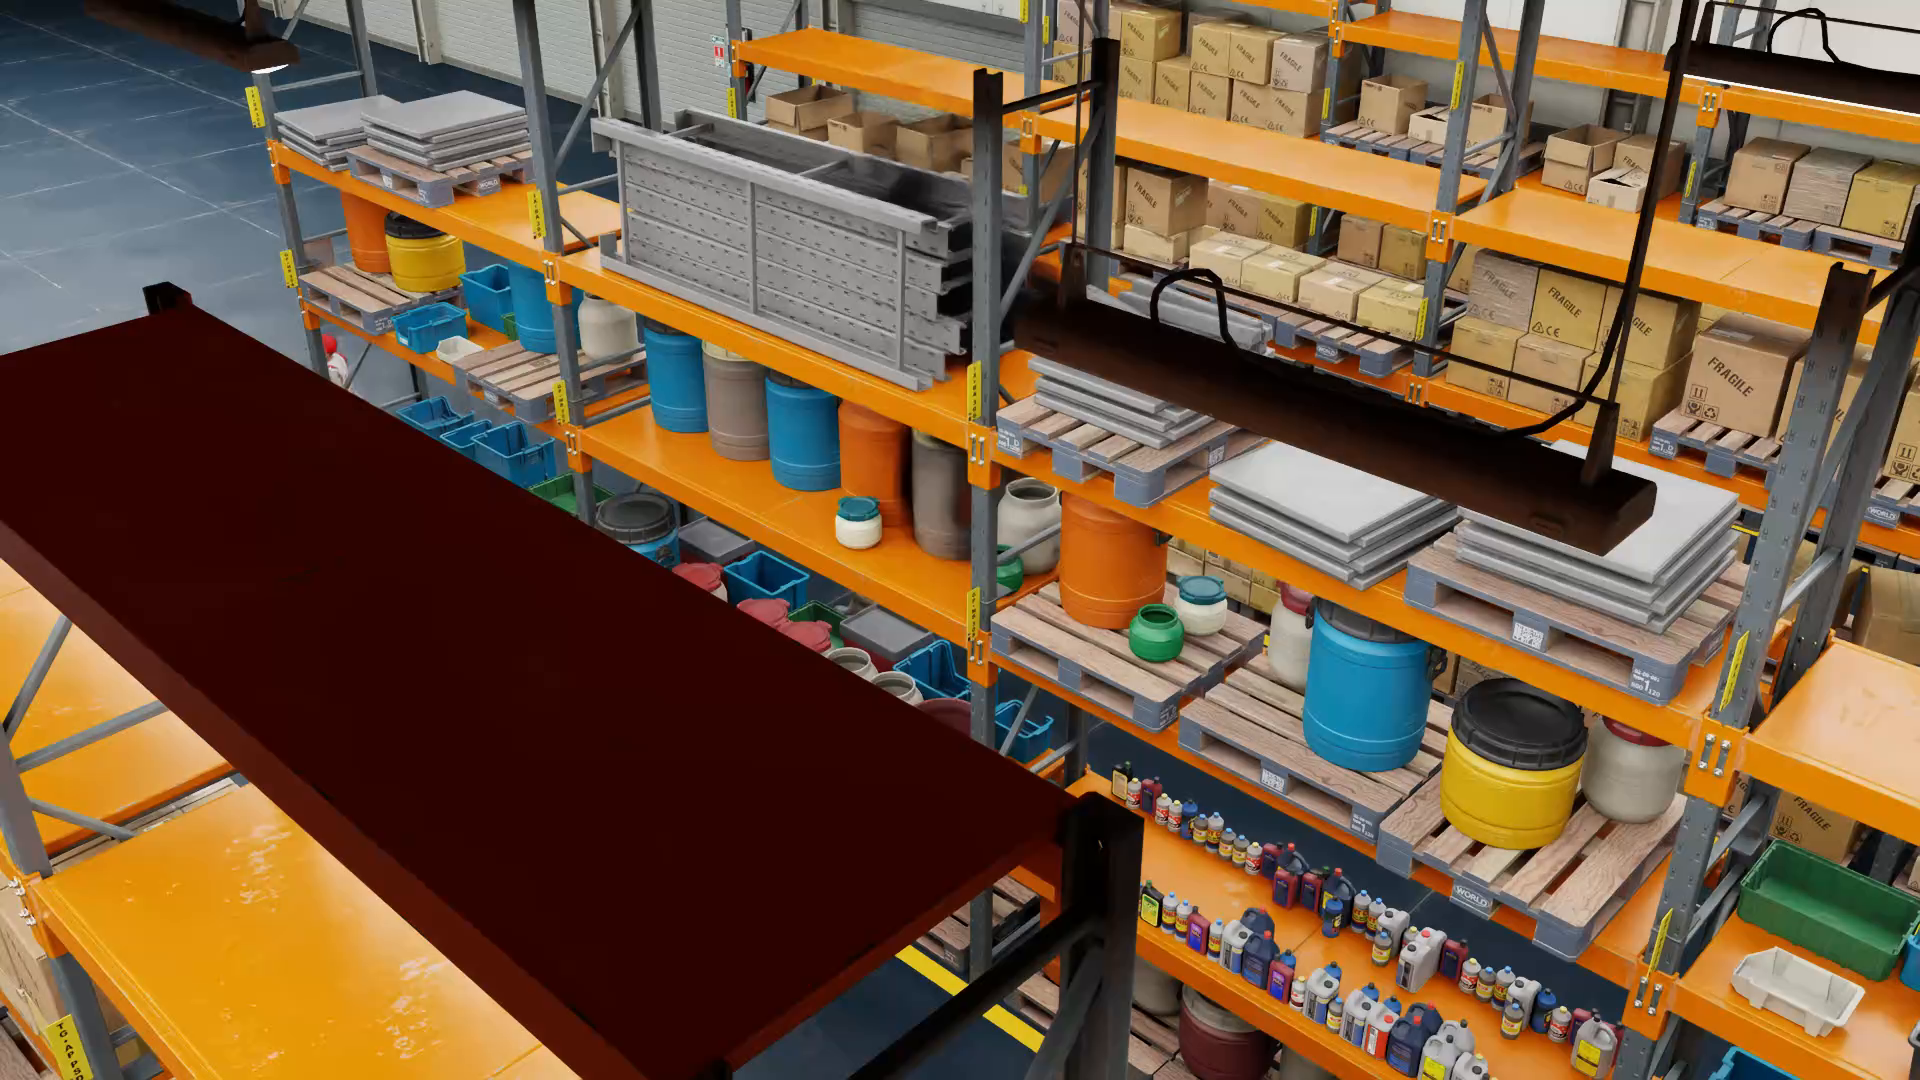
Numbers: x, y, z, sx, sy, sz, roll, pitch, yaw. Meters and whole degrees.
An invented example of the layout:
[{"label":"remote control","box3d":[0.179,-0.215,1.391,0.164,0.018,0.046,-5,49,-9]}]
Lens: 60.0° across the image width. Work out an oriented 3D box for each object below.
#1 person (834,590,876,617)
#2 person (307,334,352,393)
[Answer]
[{"label":"person","box3d":[-0.785,0.061,14.373,0.944,1.697,0.673,22,36,33]},{"label":"person","box3d":[-6.209,-1.268,16.686,0.865,1.757,0.723,-4,30,-7]}]
